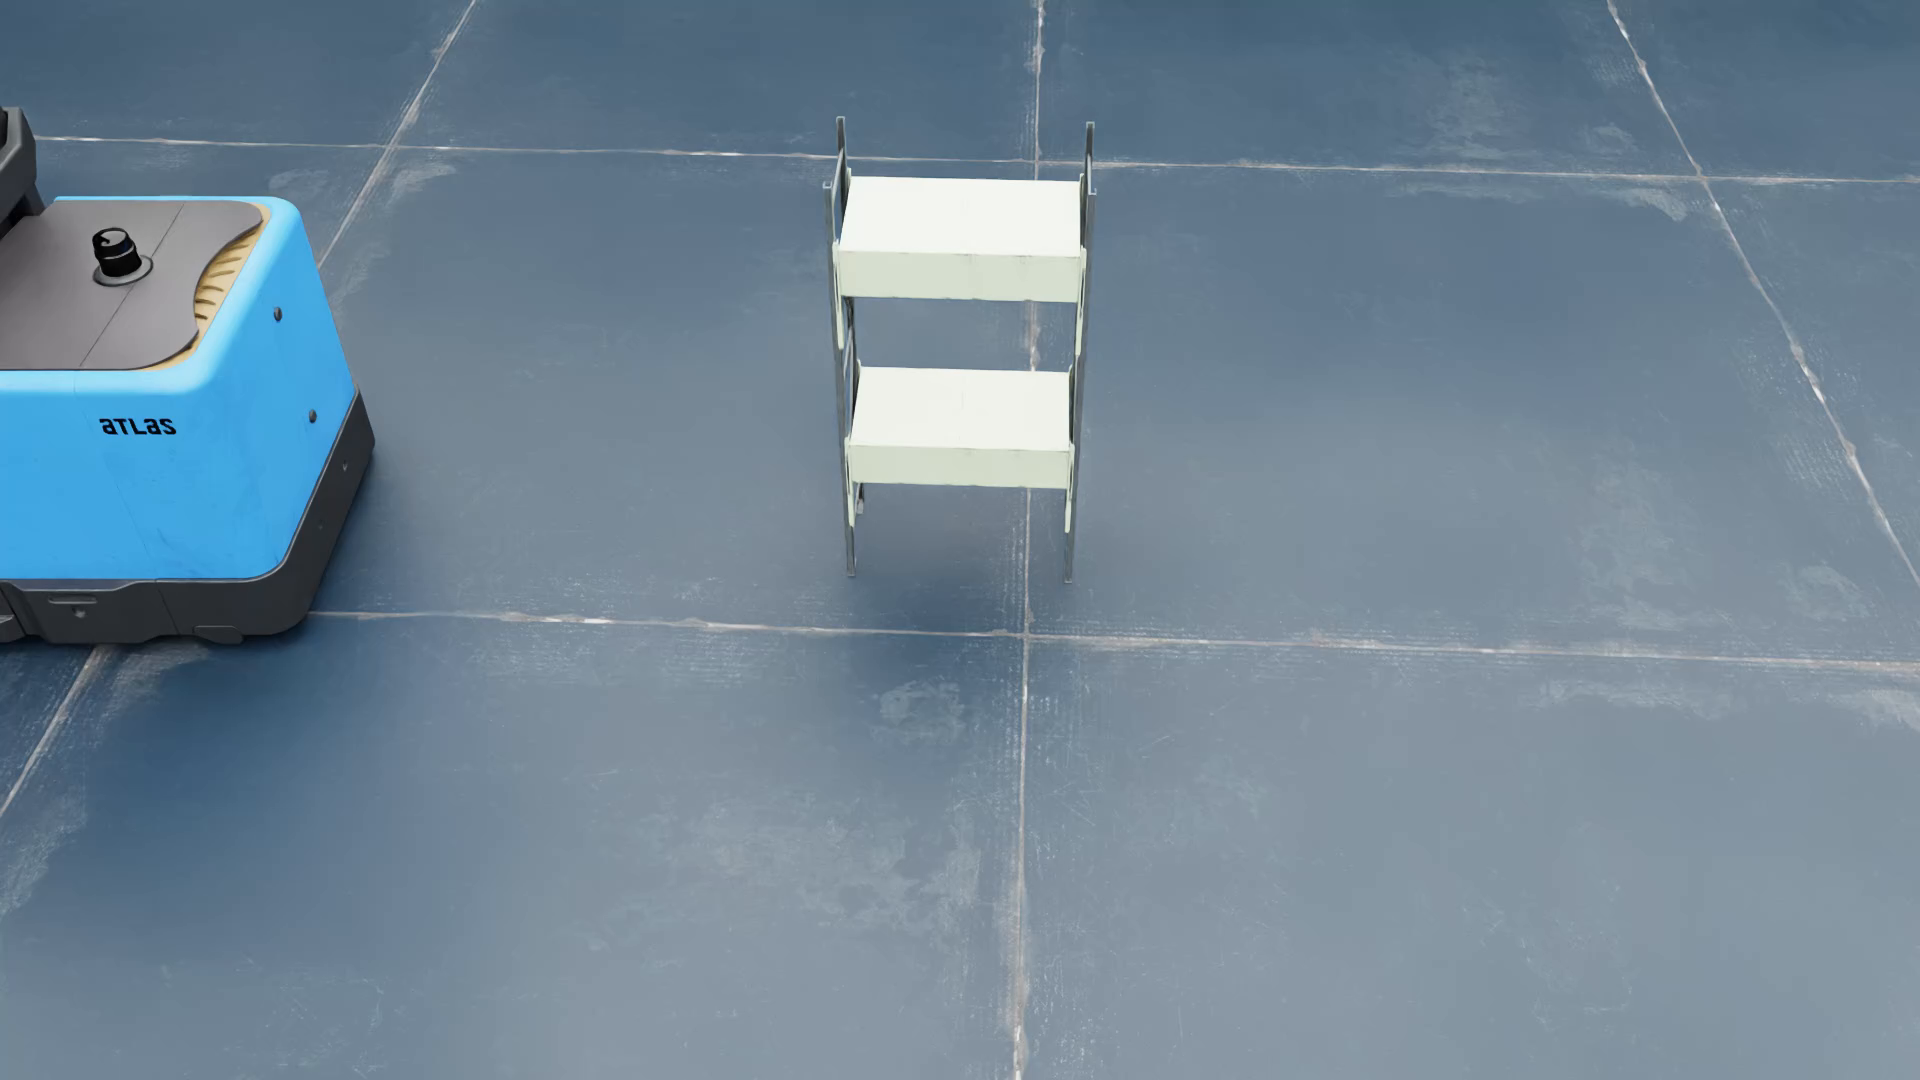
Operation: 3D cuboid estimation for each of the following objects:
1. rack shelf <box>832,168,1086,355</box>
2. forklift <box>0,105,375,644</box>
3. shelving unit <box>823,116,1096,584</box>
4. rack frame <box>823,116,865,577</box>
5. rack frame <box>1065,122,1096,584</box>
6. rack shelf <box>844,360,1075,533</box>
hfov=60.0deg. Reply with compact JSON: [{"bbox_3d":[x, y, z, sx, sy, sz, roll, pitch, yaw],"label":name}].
[{"bbox_3d":[0.007,-0.834,4.973,0.720,0.370,0.431,2,43,2],"label":"rack shelf"},{"bbox_3d":[-3.631,-1.074,4.752,3.031,2.935,1.130,0,43,0],"label":"forklift"},{"bbox_3d":[0.007,-0.549,5.239,0.755,1.500,0.431,2,43,2],"label":"shelving unit"},{"bbox_3d":[-0.359,-0.560,5.251,0.023,1.500,0.400,2,43,2],"label":"rack frame"},{"bbox_3d":[0.372,-0.537,5.227,0.023,1.500,0.400,2,43,2],"label":"rack frame"},{"bbox_3d":[0.007,-0.310,5.461,0.720,0.370,0.431,2,43,2],"label":"rack shelf"}]
